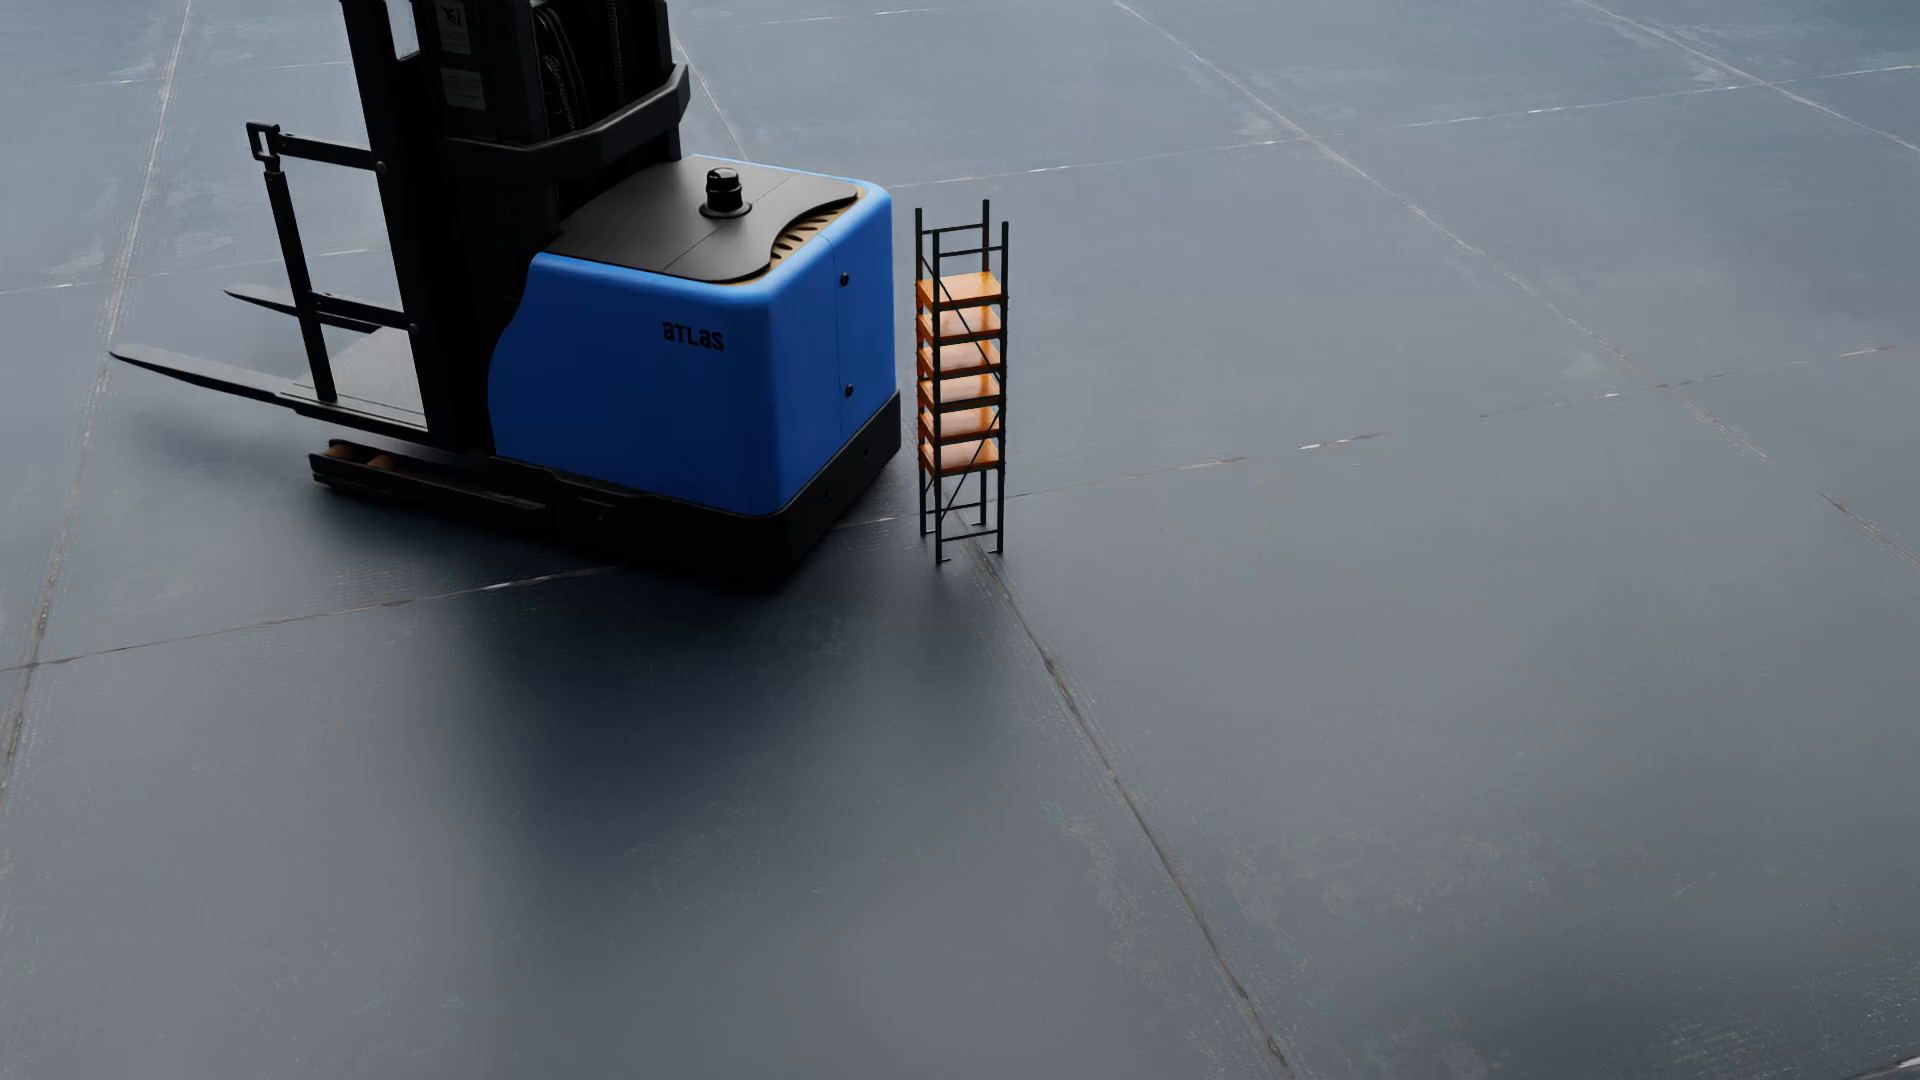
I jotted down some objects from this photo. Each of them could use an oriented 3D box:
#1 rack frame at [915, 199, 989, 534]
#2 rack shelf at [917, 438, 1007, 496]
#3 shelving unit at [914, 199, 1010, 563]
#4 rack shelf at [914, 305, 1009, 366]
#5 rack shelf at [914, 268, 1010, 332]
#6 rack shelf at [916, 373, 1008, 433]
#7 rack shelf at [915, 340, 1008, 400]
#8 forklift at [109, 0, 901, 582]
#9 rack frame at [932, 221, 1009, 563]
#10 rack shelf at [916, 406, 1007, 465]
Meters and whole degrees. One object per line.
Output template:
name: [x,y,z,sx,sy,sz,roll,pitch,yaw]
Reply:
rack frame: [-0.023,-0.541,5.480,0.240,1.200,0.006,-10,35,-15]
rack shelf: [0.004,-0.256,5.565,0.258,0.103,0.180,-10,35,-15]
shelving unit: [0.004,-0.493,5.408,0.258,1.200,0.189,-10,35,-15]
rack shelf: [0.004,-0.656,5.300,0.258,0.103,0.180,-10,35,-15]
rack shelf: [0.004,-0.756,5.234,0.258,0.103,0.180,-10,35,-15]
rack shelf: [0.004,-0.456,5.432,0.258,0.103,0.180,-10,35,-15]
rack shelf: [0.004,-0.556,5.366,0.258,0.103,0.180,-10,35,-15]
forklift: [-1.782,-1.608,5.525,3.031,2.935,1.130,13,36,19]
rack frame: [0.032,-0.445,5.335,0.240,1.200,0.006,-10,35,-15]
rack shelf: [0.004,-0.356,5.498,0.258,0.103,0.180,-10,35,-15]
